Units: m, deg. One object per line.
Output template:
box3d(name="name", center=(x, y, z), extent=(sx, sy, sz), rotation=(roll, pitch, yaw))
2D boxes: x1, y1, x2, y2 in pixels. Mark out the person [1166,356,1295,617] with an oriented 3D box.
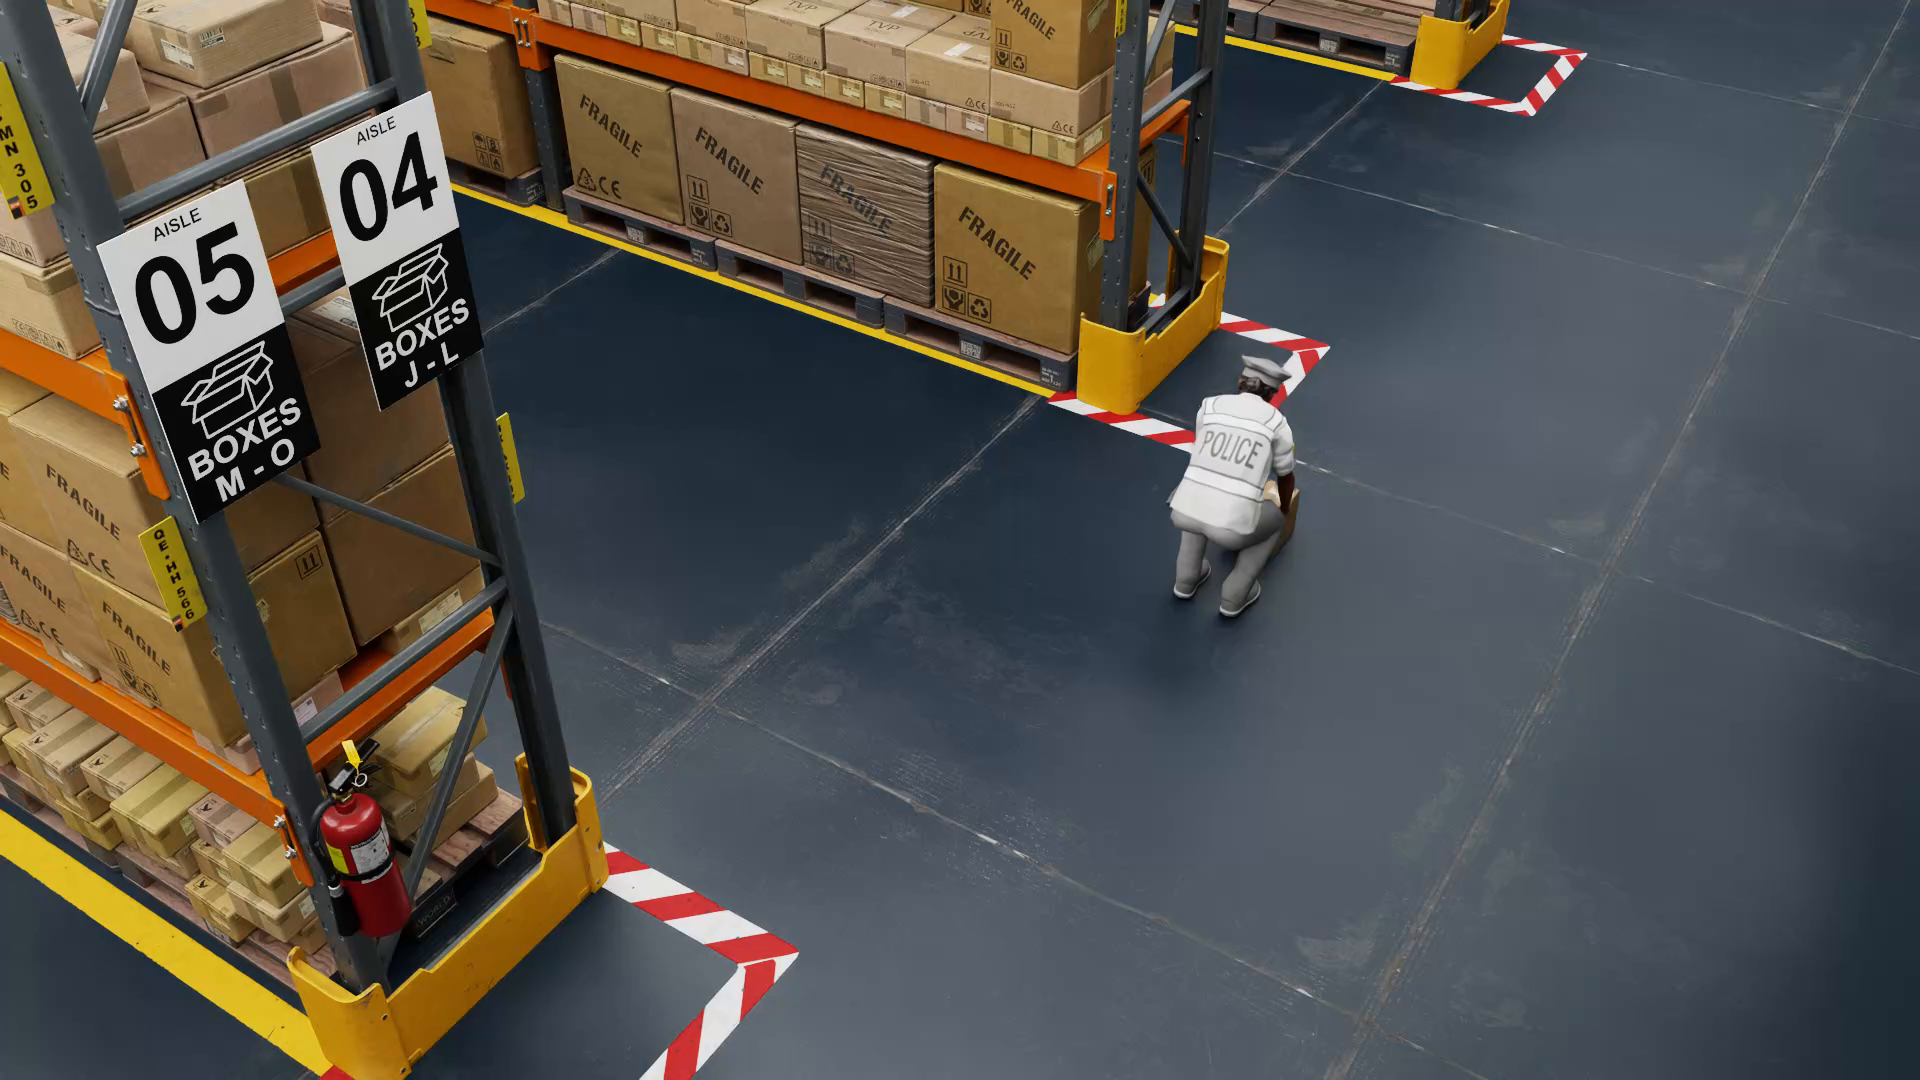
box3d(name="person", center=(1.221, -0.239, 7.468), extent=(0.490, 1.057, 0.841), rotation=(22, 43, 25))
